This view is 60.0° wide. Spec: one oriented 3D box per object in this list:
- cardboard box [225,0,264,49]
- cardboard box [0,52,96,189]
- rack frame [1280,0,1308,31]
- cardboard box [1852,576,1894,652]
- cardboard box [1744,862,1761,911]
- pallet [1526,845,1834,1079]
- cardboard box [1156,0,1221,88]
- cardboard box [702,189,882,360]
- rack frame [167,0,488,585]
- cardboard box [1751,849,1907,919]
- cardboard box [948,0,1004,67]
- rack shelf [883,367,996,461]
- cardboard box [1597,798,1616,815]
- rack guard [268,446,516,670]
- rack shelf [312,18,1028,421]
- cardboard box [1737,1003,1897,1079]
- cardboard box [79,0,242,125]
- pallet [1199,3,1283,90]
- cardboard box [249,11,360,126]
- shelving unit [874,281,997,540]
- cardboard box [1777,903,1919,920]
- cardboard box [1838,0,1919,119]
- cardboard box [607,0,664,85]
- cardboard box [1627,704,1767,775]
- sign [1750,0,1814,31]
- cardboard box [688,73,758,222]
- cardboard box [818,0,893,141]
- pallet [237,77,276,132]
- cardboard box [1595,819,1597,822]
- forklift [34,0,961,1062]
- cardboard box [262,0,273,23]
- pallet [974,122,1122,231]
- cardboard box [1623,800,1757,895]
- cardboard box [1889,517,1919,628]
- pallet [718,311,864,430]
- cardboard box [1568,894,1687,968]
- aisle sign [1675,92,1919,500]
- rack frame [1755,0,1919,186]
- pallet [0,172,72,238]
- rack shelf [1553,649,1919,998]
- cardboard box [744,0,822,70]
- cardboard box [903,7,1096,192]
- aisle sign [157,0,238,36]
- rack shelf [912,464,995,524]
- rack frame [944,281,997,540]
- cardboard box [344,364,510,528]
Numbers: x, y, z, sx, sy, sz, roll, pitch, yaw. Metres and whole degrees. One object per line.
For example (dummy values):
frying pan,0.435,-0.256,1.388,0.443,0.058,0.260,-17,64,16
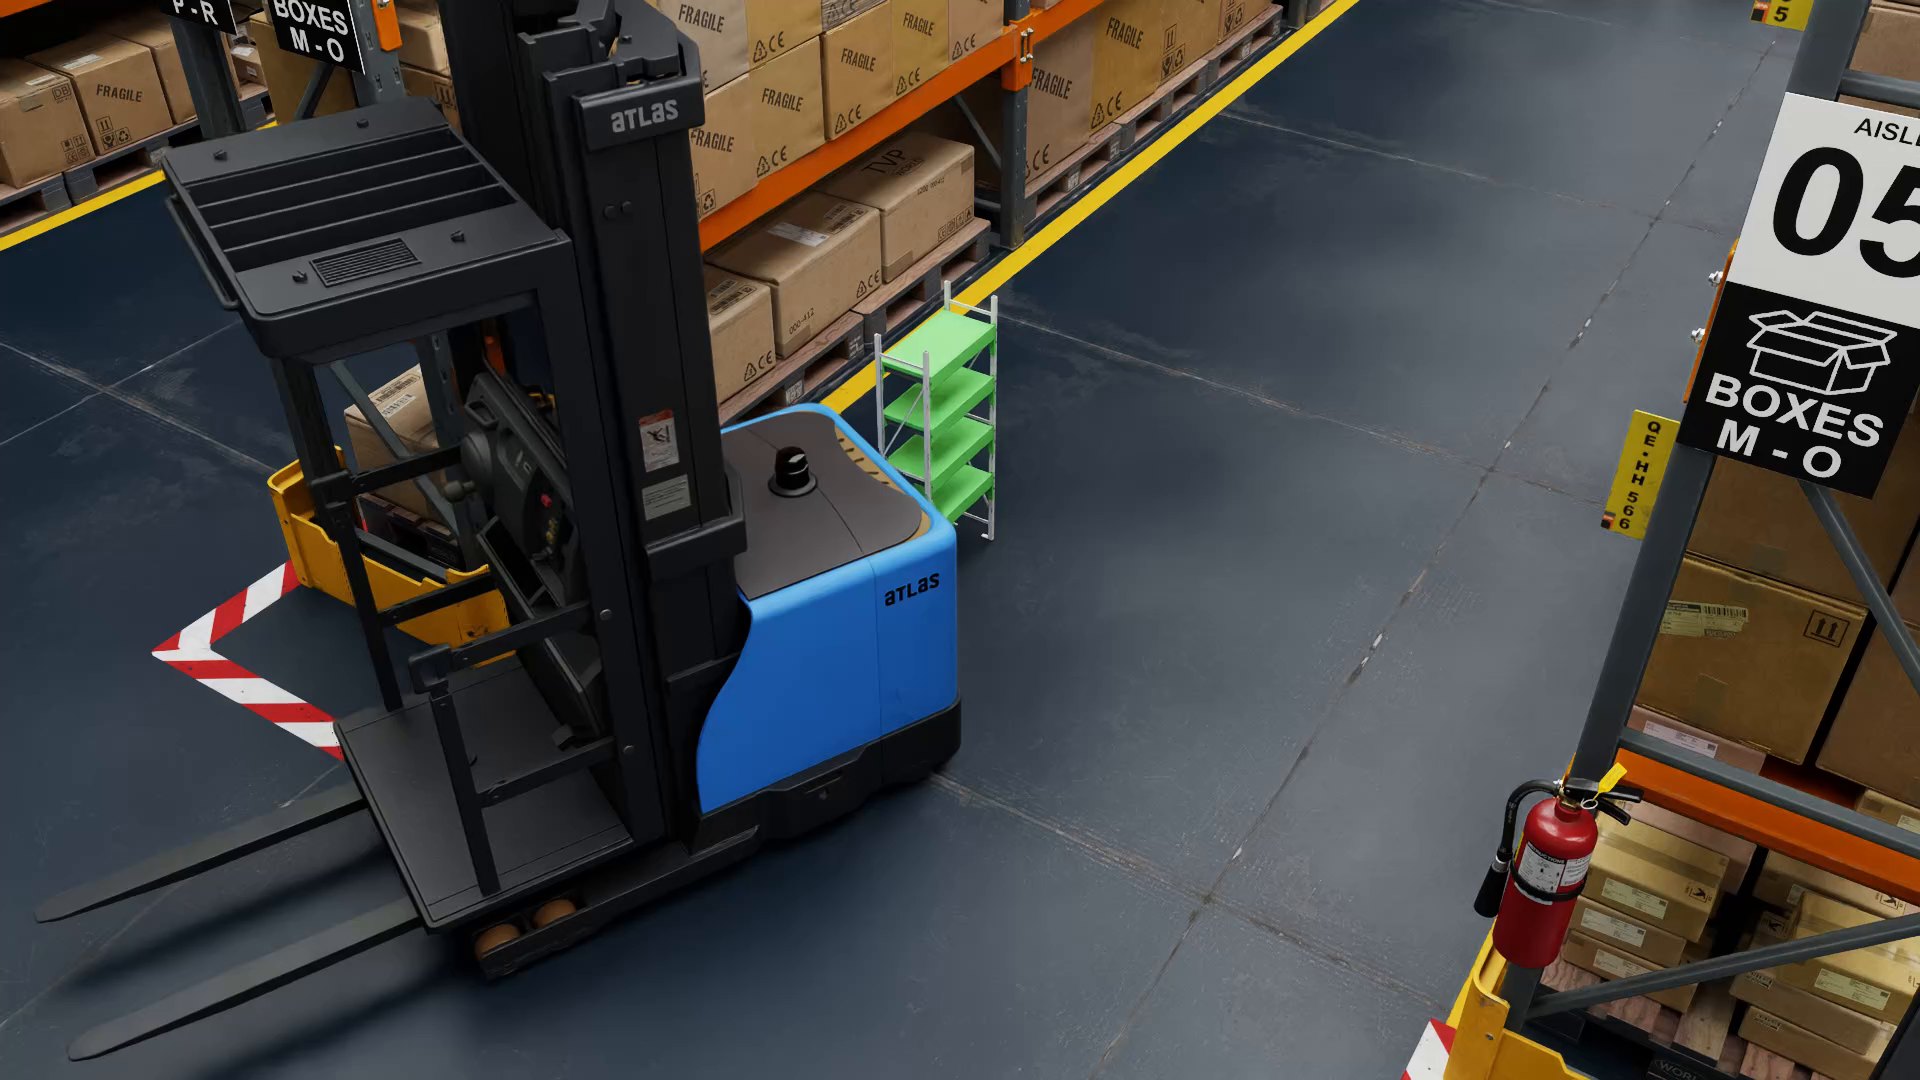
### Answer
cardboard box,-4.838,-3.458,11.137,0.500,0.311,0.500,23,43,27
cardboard box,-5.529,-2.446,9.669,0.700,0.500,0.500,23,43,27
rack frame,2.052,-5.060,11.357,1.000,3.000,0.127,21,42,25
cardboard box,2.738,0.049,4.404,0.500,0.500,0.500,21,42,25
cardboard box,2.749,1.137,5.310,0.380,0.149,0.250,22,43,26
pallet,2.505,1.289,5.404,1.003,0.211,1.213,21,42,25
cardboard box,1.130,-3.597,10.856,0.875,0.875,0.875,22,43,26
cardboard box,-0.997,-1.399,8.362,0.875,0.438,0.875,20,42,24
rack frame,-2.234,-0.936,6.007,1.000,3.000,0.127,21,42,25
cardboard box,2.613,1.018,4.976,0.380,0.149,0.250,22,43,26
cardboard box,-0.124,-2.715,8.233,0.500,0.500,0.500,22,43,26
rack shelf,-0.089,-0.529,6.665,0.258,0.148,0.480,21,42,25
cardboard box,2.318,0.842,5.448,0.380,0.149,0.250,19,42,23
rack guard,-2.247,0.067,6.754,1.175,0.500,0.348,21,42,25
rack shelf,-1.163,-1.682,7.564,1.077,0.370,4.000,21,42,25
cardboard box,2.550,1.429,4.931,0.380,0.149,0.250,22,43,26
cardboard box,-4.973,-2.981,10.364,0.700,0.500,0.500,20,42,23
pallet,1.566,-3.574,11.713,1.003,0.211,1.213,21,42,25
cardboard box,-2.177,-1.698,6.094,0.500,0.500,0.500,23,43,27
shelving unit,-0.089,-0.390,6.773,0.258,1.200,0.503,21,42,25
cardboard box,2.691,1.168,5.026,0.380,0.149,0.250,21,42,25
cardboard box,2.031,-1.016,3.367,0.500,0.250,0.500,20,42,24
cardboard box,-1.466,-1.794,6.220,0.500,0.500,0.500,20,42,24
cardboard box,1.935,0.470,4.389,0.380,0.149,0.250,21,42,25
sign,1.542,-1.099,3.037,0.100,0.325,0.005,21,42,25
cardboard box,-1.200,-1.655,6.858,0.500,0.500,0.500,21,42,25
cardboard box,-0.652,-2.184,7.544,0.500,0.500,0.500,21,42,24
pallet,-4.653,-3.161,11.178,1.003,0.211,1.213,21,42,25
cardboard box,2.158,1.089,5.372,0.380,0.149,0.250,23,43,26
forklift,-1.516,-0.115,4.998,3.031,2.935,1.130,-21,42,-25
cardboard box,-2.211,-1.879,5.798,0.380,0.149,0.250,22,43,26
pallet,0.258,-2.316,10.081,1.003,0.211,1.213,21,42,25
cardboard box,2.252,0.892,5.140,0.380,0.149,0.250,22,43,26
cardboard box,2.464,-0.067,3.735,0.500,0.500,0.500,21,42,25
pallet,-1.218,-0.895,8.239,1.003,0.211,1.213,21,42,25
cardboard box,2.041,1.111,5.099,0.380,0.149,0.250,20,42,24
aisle sign,1.707,-0.459,3.259,0.394,0.787,0.004,21,42,25
rack frame,1.999,-1.744,2.142,1.000,3.000,0.127,21,42,25
pallet,-5.961,-1.903,9.546,1.003,0.211,1.213,21,42,25
rack shelf,3.071,-0.115,5.531,1.077,0.370,4.000,21,42,25
cardboard box,-0.930,-2.319,6.901,0.500,0.500,0.500,21,42,25
cardboard box,0.173,-2.668,9.651,0.875,0.875,0.875,23,43,26
aisle sign,-2.535,-2.029,5.297,0.394,0.787,0.004,21,42,25
rack shelf,-0.089,-0.149,6.959,0.258,0.148,0.480,21,42,25
rack frame,0.042,-0.516,6.936,0.240,1.200,0.015,21,42,25
cardboard box,-1.965,-0.460,7.145,0.875,0.438,0.875,20,42,24
